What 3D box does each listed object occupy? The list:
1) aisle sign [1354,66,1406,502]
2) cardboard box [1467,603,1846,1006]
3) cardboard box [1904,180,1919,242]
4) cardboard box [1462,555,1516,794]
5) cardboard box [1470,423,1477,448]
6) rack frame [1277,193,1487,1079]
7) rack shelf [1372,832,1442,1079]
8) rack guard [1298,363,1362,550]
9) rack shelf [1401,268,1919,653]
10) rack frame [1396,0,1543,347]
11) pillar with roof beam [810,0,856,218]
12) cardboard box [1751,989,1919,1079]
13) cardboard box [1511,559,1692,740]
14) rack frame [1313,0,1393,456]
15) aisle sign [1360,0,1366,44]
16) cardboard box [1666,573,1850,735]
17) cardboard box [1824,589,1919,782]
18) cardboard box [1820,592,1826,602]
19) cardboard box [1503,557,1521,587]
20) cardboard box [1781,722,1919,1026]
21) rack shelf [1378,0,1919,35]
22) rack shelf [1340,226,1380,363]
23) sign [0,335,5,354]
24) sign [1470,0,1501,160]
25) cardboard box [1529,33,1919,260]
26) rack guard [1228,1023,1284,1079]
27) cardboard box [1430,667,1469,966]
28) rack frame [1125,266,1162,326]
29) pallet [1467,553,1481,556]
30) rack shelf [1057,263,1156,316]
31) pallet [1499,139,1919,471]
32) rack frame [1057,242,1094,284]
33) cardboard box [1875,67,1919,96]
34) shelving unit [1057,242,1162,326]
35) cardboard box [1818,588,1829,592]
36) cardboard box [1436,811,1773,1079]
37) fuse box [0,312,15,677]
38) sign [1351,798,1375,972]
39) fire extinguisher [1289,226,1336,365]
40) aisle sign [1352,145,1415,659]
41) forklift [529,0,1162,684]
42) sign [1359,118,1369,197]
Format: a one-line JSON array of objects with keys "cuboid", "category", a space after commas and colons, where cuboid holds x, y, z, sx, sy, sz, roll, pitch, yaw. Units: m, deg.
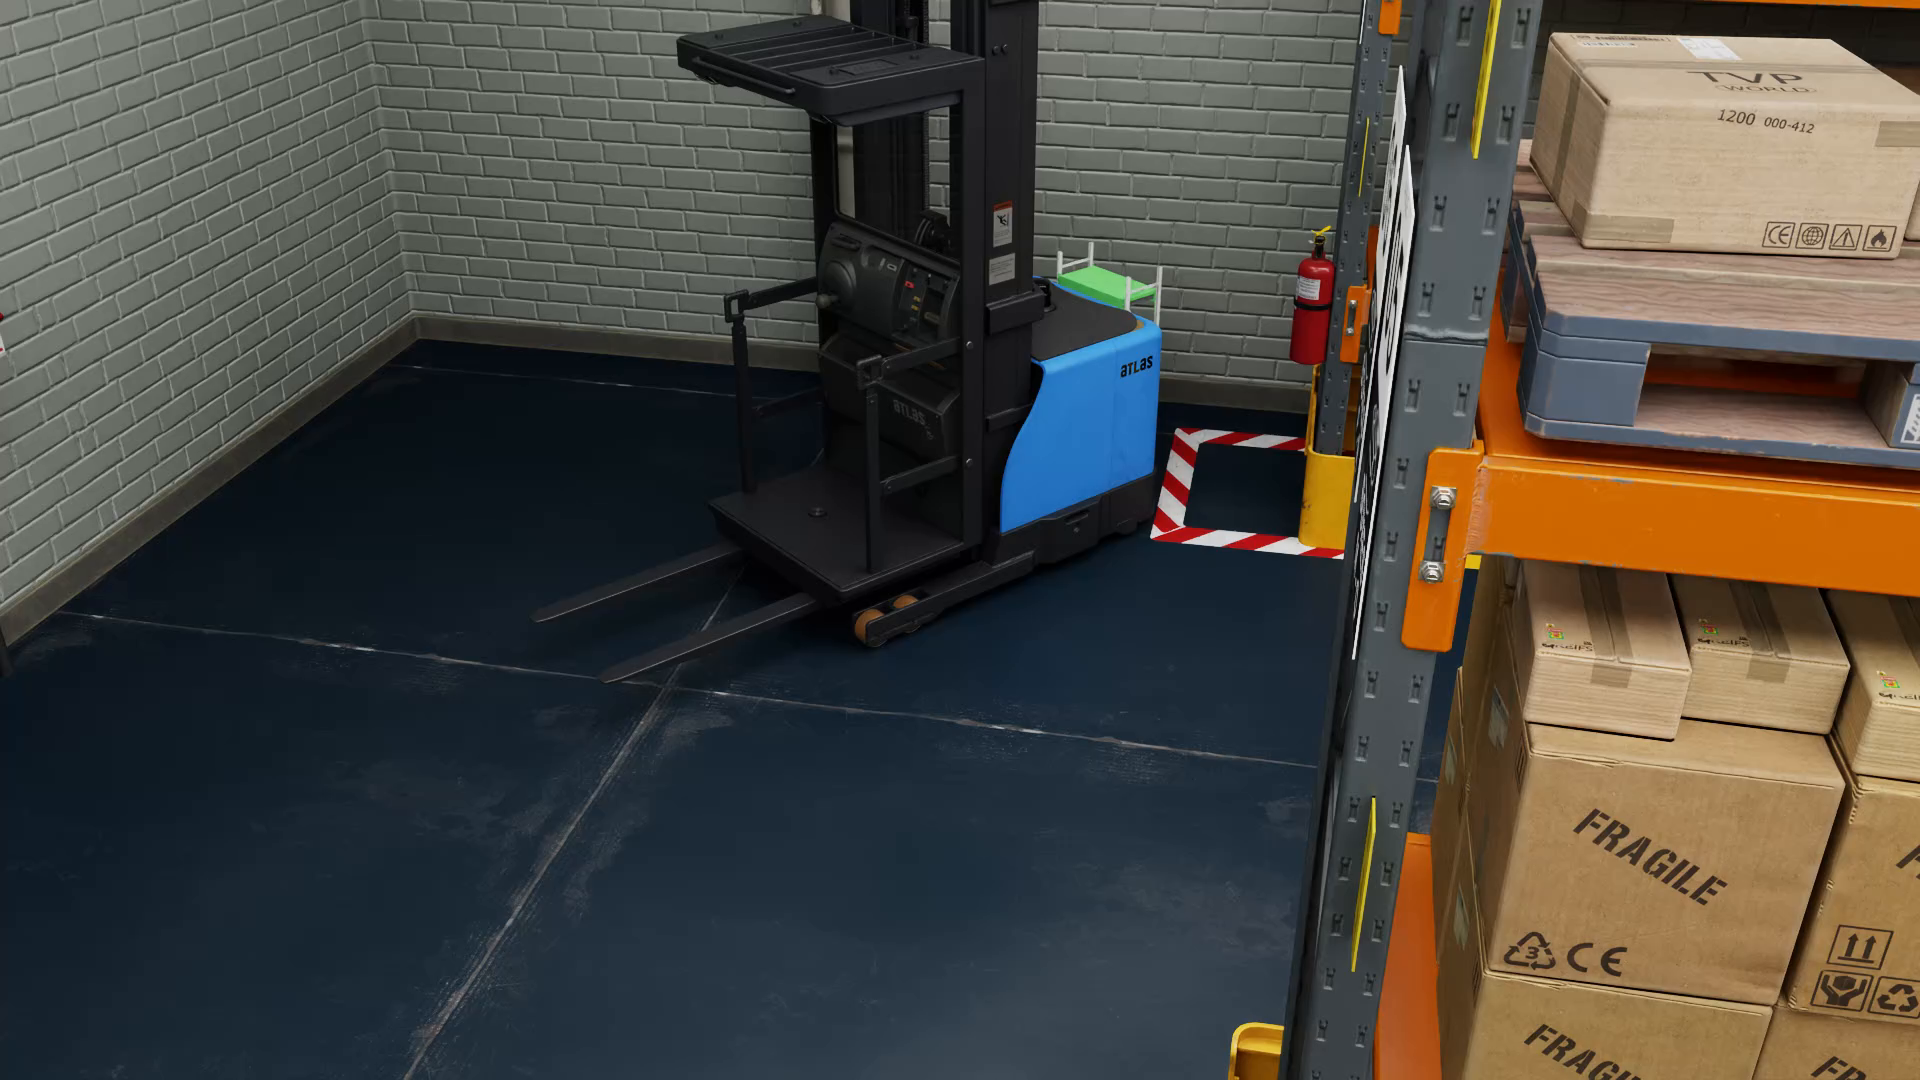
[{"cuboid": [0.844, -0.514, 3.359, 0.004, 0.787, 0.394, 6, 29, 11], "category": "aisle sign"}, {"cuboid": [1.260, 0.478, 3.107, 0.500, 0.500, 0.500, 5, 29, 9], "category": "cardboard box"}, {"cuboid": [1.735, -0.647, 2.906, 0.250, 0.149, 0.380, 4, 29, 7], "category": "cardboard box"}, {"cuboid": [1.371, 0.233, 3.556, 0.500, 0.500, 0.500, 7, 29, 12], "category": "cardboard box"}, {"cuboid": [2.461, -0.536, 8.268, 0.637, 0.503, 0.797, 5, 29, 9], "category": "cardboard box"}, {"cuboid": [0.850, 0.779, 3.704, 0.127, 3.000, 1.000, 6, 29, 11], "category": "rack frame"}, {"cuboid": [2.806, 1.295, 3.510, 4.000, 0.370, 1.077, 6, 29, 11], "category": "rack shelf"}, {"cuboid": [1.957, -0.449, 8.549, 0.348, 0.500, 1.175, 6, 29, 11], "category": "rack guard"}, {"cuboid": [2.806, -0.021, 2.790, 4.000, 0.370, 1.077, 6, 29, 11], "category": "rack shelf"}, {"cuboid": [0.850, -1.853, 2.263, 0.127, 3.000, 1.000, 6, 29, 11], "category": "rack frame"}, {"cuboid": [-1.465, -2.856, 4.096, 0.400, 9.000, 9.100, 6, 29, 11], "category": "pillar with roof beam"}, {"cuboid": [1.760, 0.956, 3.277, 0.500, 0.500, 0.500, 5, 29, 10], "category": "cardboard box"}, {"cuboid": [1.139, 0.177, 2.981, 0.250, 0.149, 0.380, 6, 29, 12], "category": "cardboard box"}, {"cuboid": [1.883, -1.553, 7.962, 0.127, 3.000, 1.000, 6, 29, 11], "category": "rack frame"}, {"cuboid": [1.755, -2.562, 7.099, 0.004, 0.787, 0.394, 6, 29, 11], "category": "aisle sign"}, {"cuboid": [1.410, 0.170, 2.995, 0.250, 0.149, 0.380, 7, 29, 12], "category": "cardboard box"}, {"cuboid": [1.640, 0.250, 2.849, 0.250, 0.149, 0.380, 7, 29, 12], "category": "cardboard box"}, {"cuboid": [1.888, 0.272, 3.485, 0.500, 0.500, 0.500, 6, 29, 11], "category": "cardboard box"}, {"cuboid": [1.242, -0.046, 3.390, 0.250, 0.149, 0.380, 6, 29, 11], "category": "cardboard box"}, {"cuboid": [1.766, 0.527, 3.019, 0.500, 0.500, 0.500, 5, 29, 9], "category": "cardboard box"}, {"cuboid": [3.838, -2.352, 7.049, 4.000, 0.370, 1.077, 6, 29, 11], "category": "rack shelf"}, {"cuboid": [3.838, -1.037, 7.769, 4.000, 0.370, 1.077, 6, 29, 11], "category": "rack shelf"}, {"cuboid": [-4.188, -0.959, 6.976, 0.001, 0.494, 0.329, 6, 29, 11], "category": "sign"}, {"cuboid": [0.728, -0.695, 2.280, 0.005, 0.325, 0.100, 6, 29, 11], "category": "sign"}, {"cuboid": [1.309, -0.696, 2.890, 0.500, 0.250, 0.500, 3, 29, 6], "category": "cardboard box"}, {"cuboid": [0.826, 1.873, 4.309, 0.348, 0.500, 1.175, 6, 29, 11], "category": "rack guard"}, {"cuboid": [1.377, 0.659, 3.819, 0.500, 0.500, 0.500, 6, 29, 11], "category": "cardboard box"}, {"cuboid": [0.904, -0.787, 8.438, 0.240, 1.200, 0.015, -22, 36, -34], "category": "rack frame"}, {"cuboid": [2.737, -0.242, 8.473, 1.213, 0.211, 1.003, 6, 29, 11], "category": "pallet"}, {"cuboid": [0.747, -1.242, 8.402, 0.258, 0.148, 0.480, -22, 36, -34], "category": "rack shelf"}, {"cuboid": [1.577, -0.429, 2.878, 1.213, 0.211, 1.003, 6, 29, 11], "category": "pallet"}, {"cuboid": [0.590, -0.967, 8.766, 0.240, 1.200, 0.015, -22, 36, -34], "category": "rack frame"}, {"cuboid": [4.394, -1.819, 7.515, 0.500, 0.500, 0.500, 5, 29, 9], "category": "cardboard box"}, {"cuboid": [0.747, -0.877, 8.602, 0.258, 1.200, 0.503, -22, 36, -34], "category": "shelving unit"}, {"cuboid": [1.766, -0.046, 3.389, 0.250, 0.149, 0.380, 6, 29, 10], "category": "cardboard box"}, {"cuboid": [1.259, 0.918, 3.346, 0.500, 0.500, 0.500, 6, 29, 10], "category": "cardboard box"}, {"cuboid": [-4.088, -0.182, 6.801, 0.414, 1.711, 0.539, 6, 29, 11], "category": "fuse box"}, {"cuboid": [0.728, 0.624, 3.002, 0.005, 0.325, 0.100, 6, 29, 11], "category": "sign"}, {"cuboid": [1.642, -1.153, 7.701, 0.183, 0.674, 0.296, 6, 29, 11], "category": "fire extinguisher"}, {"cuboid": [0.719, -0.233, 2.844, 0.004, 0.787, 0.394, 6, 29, 11], "category": "aisle sign"}, {"cuboid": [-0.483, -1.095, 7.198, 3.031, 2.935, 1.130, -22, 35, -34], "category": "forklift"}, {"cuboid": [1.769, -1.678, 7.289, 0.005, 0.325, 0.100, 6, 29, 11], "category": "sign"}]
